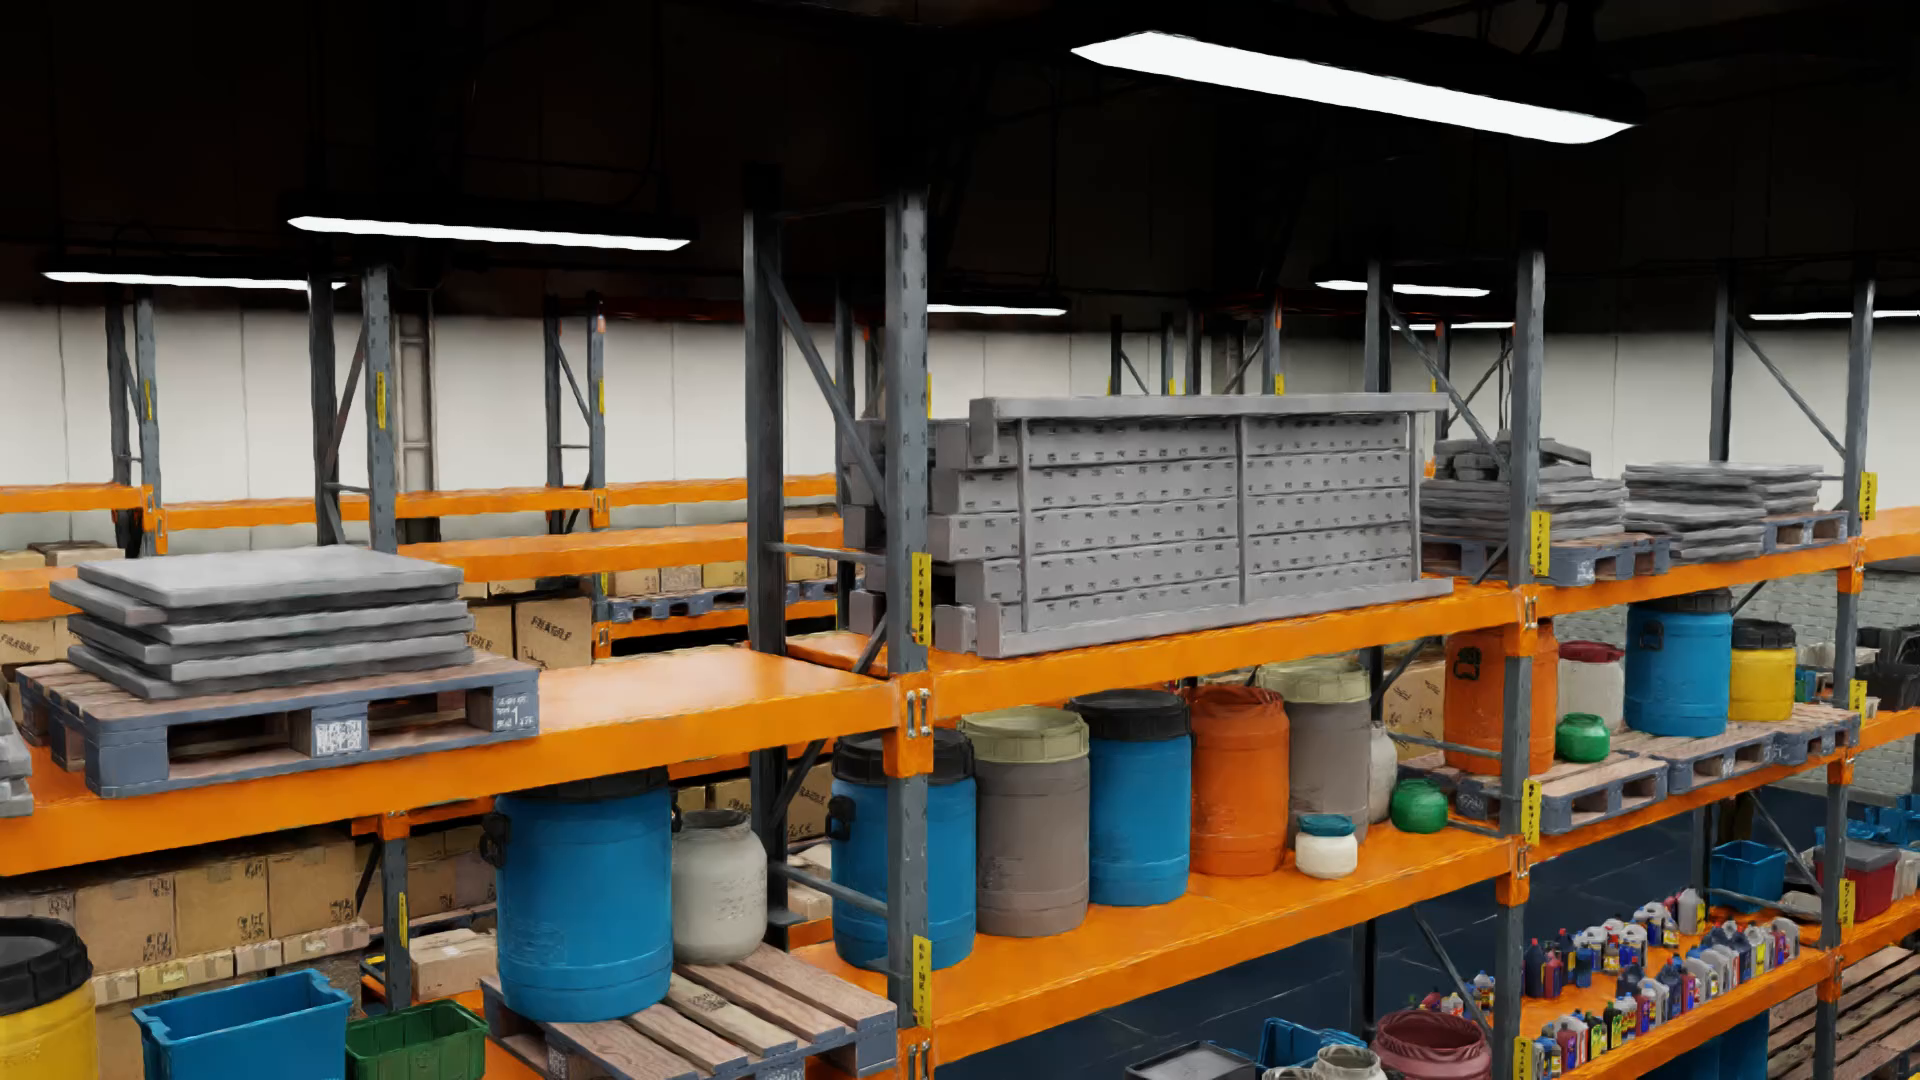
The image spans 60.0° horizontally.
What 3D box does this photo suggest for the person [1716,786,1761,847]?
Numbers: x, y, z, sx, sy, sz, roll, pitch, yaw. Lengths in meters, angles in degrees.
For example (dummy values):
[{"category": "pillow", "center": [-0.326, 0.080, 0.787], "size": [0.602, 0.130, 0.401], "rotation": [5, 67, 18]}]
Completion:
[{"category": "person", "center": [8.289, 2.574, 17.740], "size": [0.576, 1.780, 0.524], "rotation": [-1, 6, -7]}]
